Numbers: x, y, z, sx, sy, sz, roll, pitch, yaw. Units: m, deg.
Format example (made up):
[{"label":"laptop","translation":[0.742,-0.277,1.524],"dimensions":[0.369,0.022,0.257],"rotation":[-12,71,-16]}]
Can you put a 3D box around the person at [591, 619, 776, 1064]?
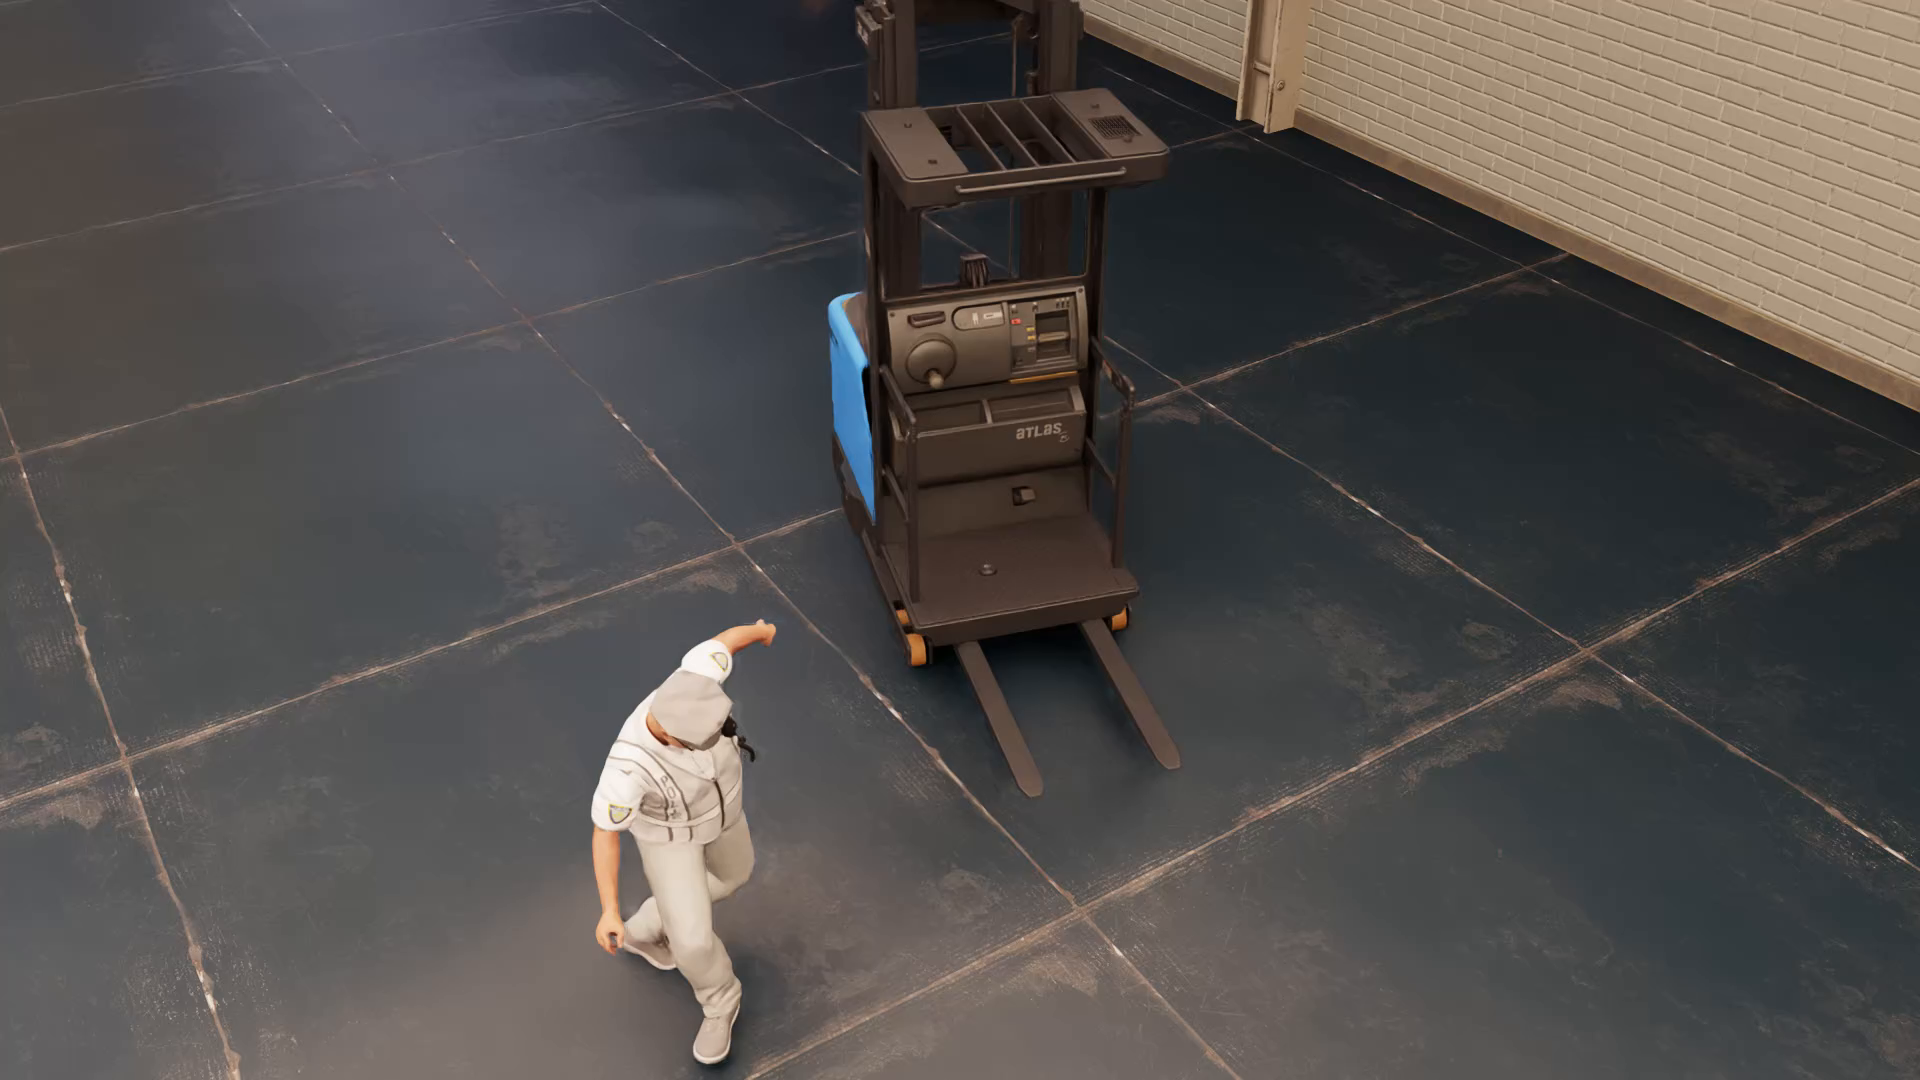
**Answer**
[{"label":"person","translation":[-0.900,0.963,5.977],"dimensions":[0.693,1.581,1.210],"rotation":[22,40,28]}]

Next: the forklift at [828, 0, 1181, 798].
[{"label":"forklift","translation":[0.192,-0.853,7.361],"dimensions":[1.130,2.935,3.031],"rotation":[-9,36,-13]}]
